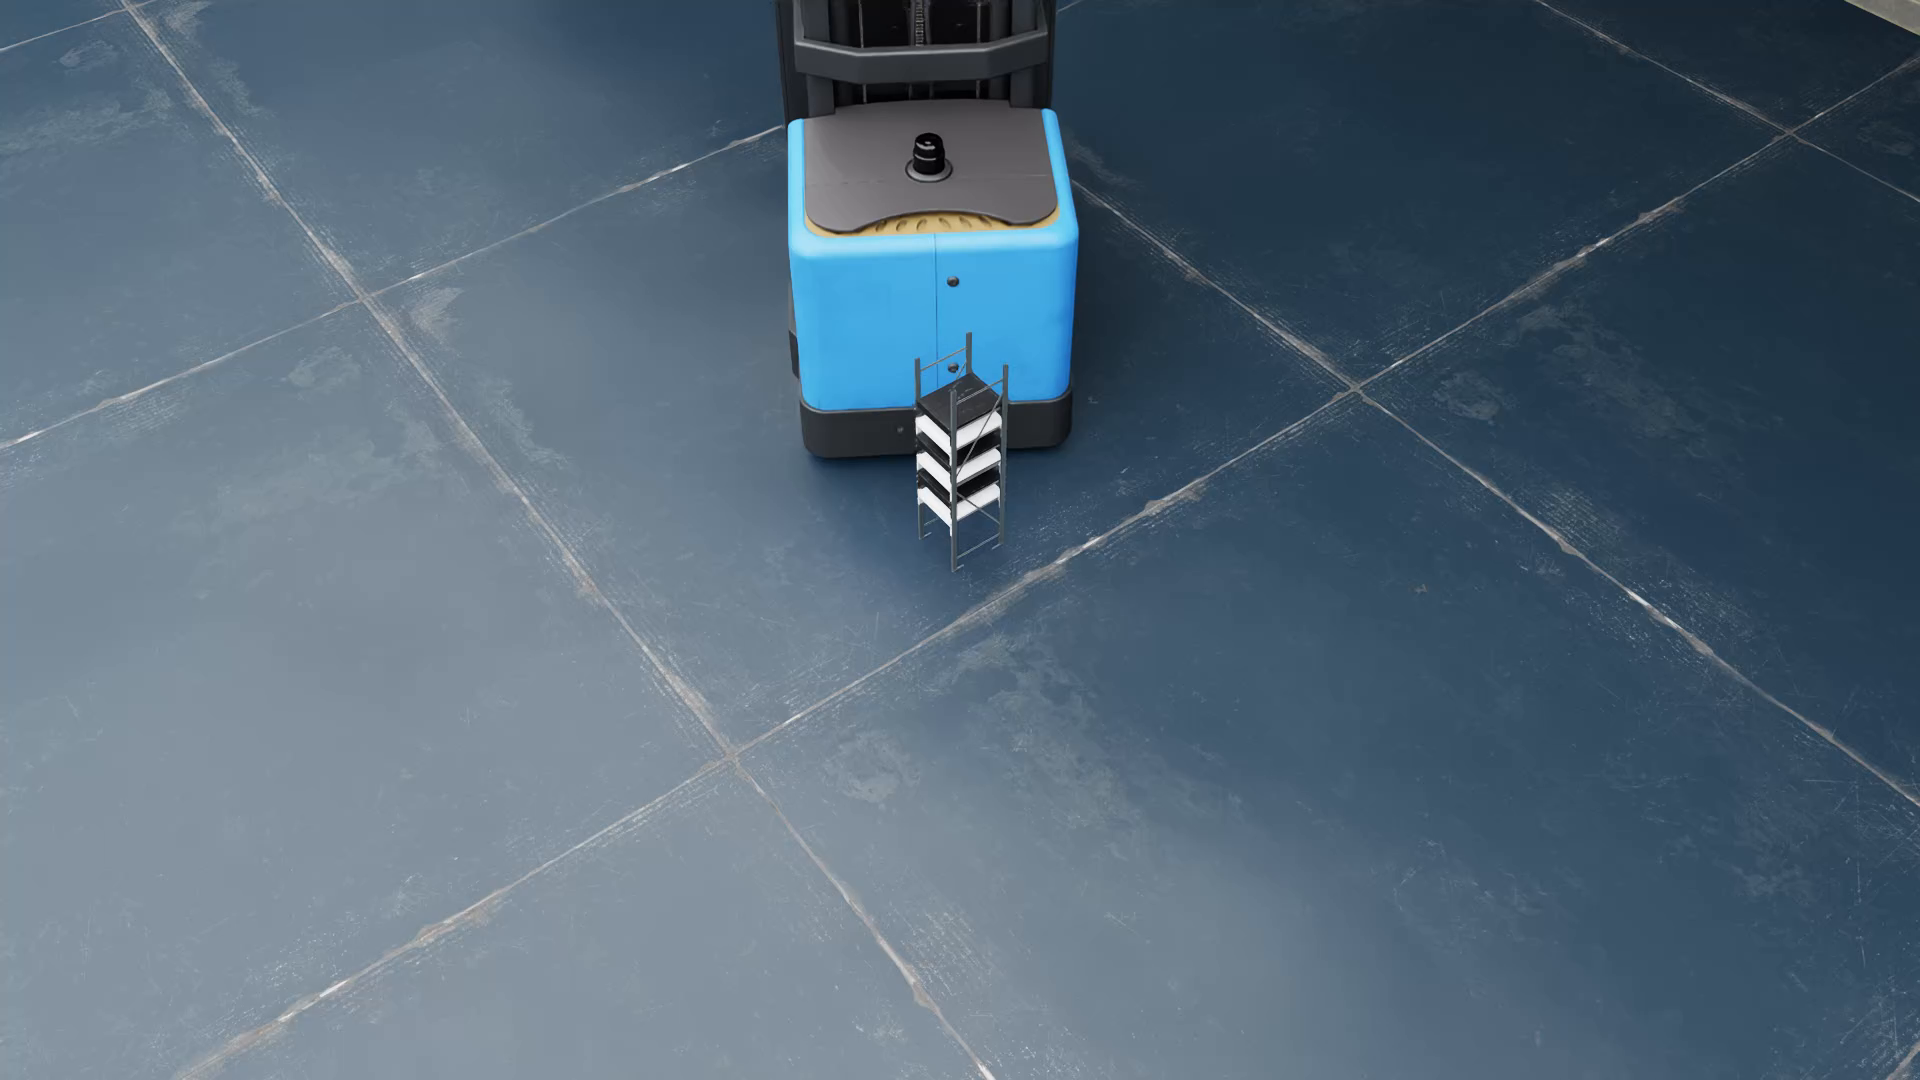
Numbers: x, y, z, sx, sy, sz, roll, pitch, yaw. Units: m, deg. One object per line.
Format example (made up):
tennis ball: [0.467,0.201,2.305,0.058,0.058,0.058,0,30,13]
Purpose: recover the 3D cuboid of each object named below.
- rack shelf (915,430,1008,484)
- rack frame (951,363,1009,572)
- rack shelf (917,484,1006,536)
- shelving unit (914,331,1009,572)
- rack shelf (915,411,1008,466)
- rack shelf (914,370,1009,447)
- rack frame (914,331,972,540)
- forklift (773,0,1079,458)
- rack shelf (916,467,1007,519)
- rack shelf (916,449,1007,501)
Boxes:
rack shelf: [0.005,-0.336,5.870,0.258,0.077,0.200,-29,54,-24]
rack frame: [0.066,-0.238,5.858,0.240,0.900,0.006,-29,54,-24]
rack shelf: [0.005,-0.154,6.070,0.258,0.077,0.200,-29,54,-24]
shelving unit: [0.005,-0.297,5.912,0.258,0.900,0.210,-29,54,-24]
rack shelf: [0.005,-0.396,5.804,0.258,0.077,0.200,-29,54,-24]
rack shelf: [0.005,-0.456,5.737,0.258,0.077,0.200,-29,54,-24]
rack frame: [-0.057,-0.357,5.967,0.240,0.900,0.006,-29,54,-24]
forklift: [-0.191,-2.395,6.443,1.130,2.935,3.031,-3,48,-3]
rack shelf: [0.005,-0.215,6.004,0.258,0.077,0.200,-29,54,-24]
rack shelf: [0.005,-0.275,5.937,0.258,0.077,0.200,-29,54,-24]
